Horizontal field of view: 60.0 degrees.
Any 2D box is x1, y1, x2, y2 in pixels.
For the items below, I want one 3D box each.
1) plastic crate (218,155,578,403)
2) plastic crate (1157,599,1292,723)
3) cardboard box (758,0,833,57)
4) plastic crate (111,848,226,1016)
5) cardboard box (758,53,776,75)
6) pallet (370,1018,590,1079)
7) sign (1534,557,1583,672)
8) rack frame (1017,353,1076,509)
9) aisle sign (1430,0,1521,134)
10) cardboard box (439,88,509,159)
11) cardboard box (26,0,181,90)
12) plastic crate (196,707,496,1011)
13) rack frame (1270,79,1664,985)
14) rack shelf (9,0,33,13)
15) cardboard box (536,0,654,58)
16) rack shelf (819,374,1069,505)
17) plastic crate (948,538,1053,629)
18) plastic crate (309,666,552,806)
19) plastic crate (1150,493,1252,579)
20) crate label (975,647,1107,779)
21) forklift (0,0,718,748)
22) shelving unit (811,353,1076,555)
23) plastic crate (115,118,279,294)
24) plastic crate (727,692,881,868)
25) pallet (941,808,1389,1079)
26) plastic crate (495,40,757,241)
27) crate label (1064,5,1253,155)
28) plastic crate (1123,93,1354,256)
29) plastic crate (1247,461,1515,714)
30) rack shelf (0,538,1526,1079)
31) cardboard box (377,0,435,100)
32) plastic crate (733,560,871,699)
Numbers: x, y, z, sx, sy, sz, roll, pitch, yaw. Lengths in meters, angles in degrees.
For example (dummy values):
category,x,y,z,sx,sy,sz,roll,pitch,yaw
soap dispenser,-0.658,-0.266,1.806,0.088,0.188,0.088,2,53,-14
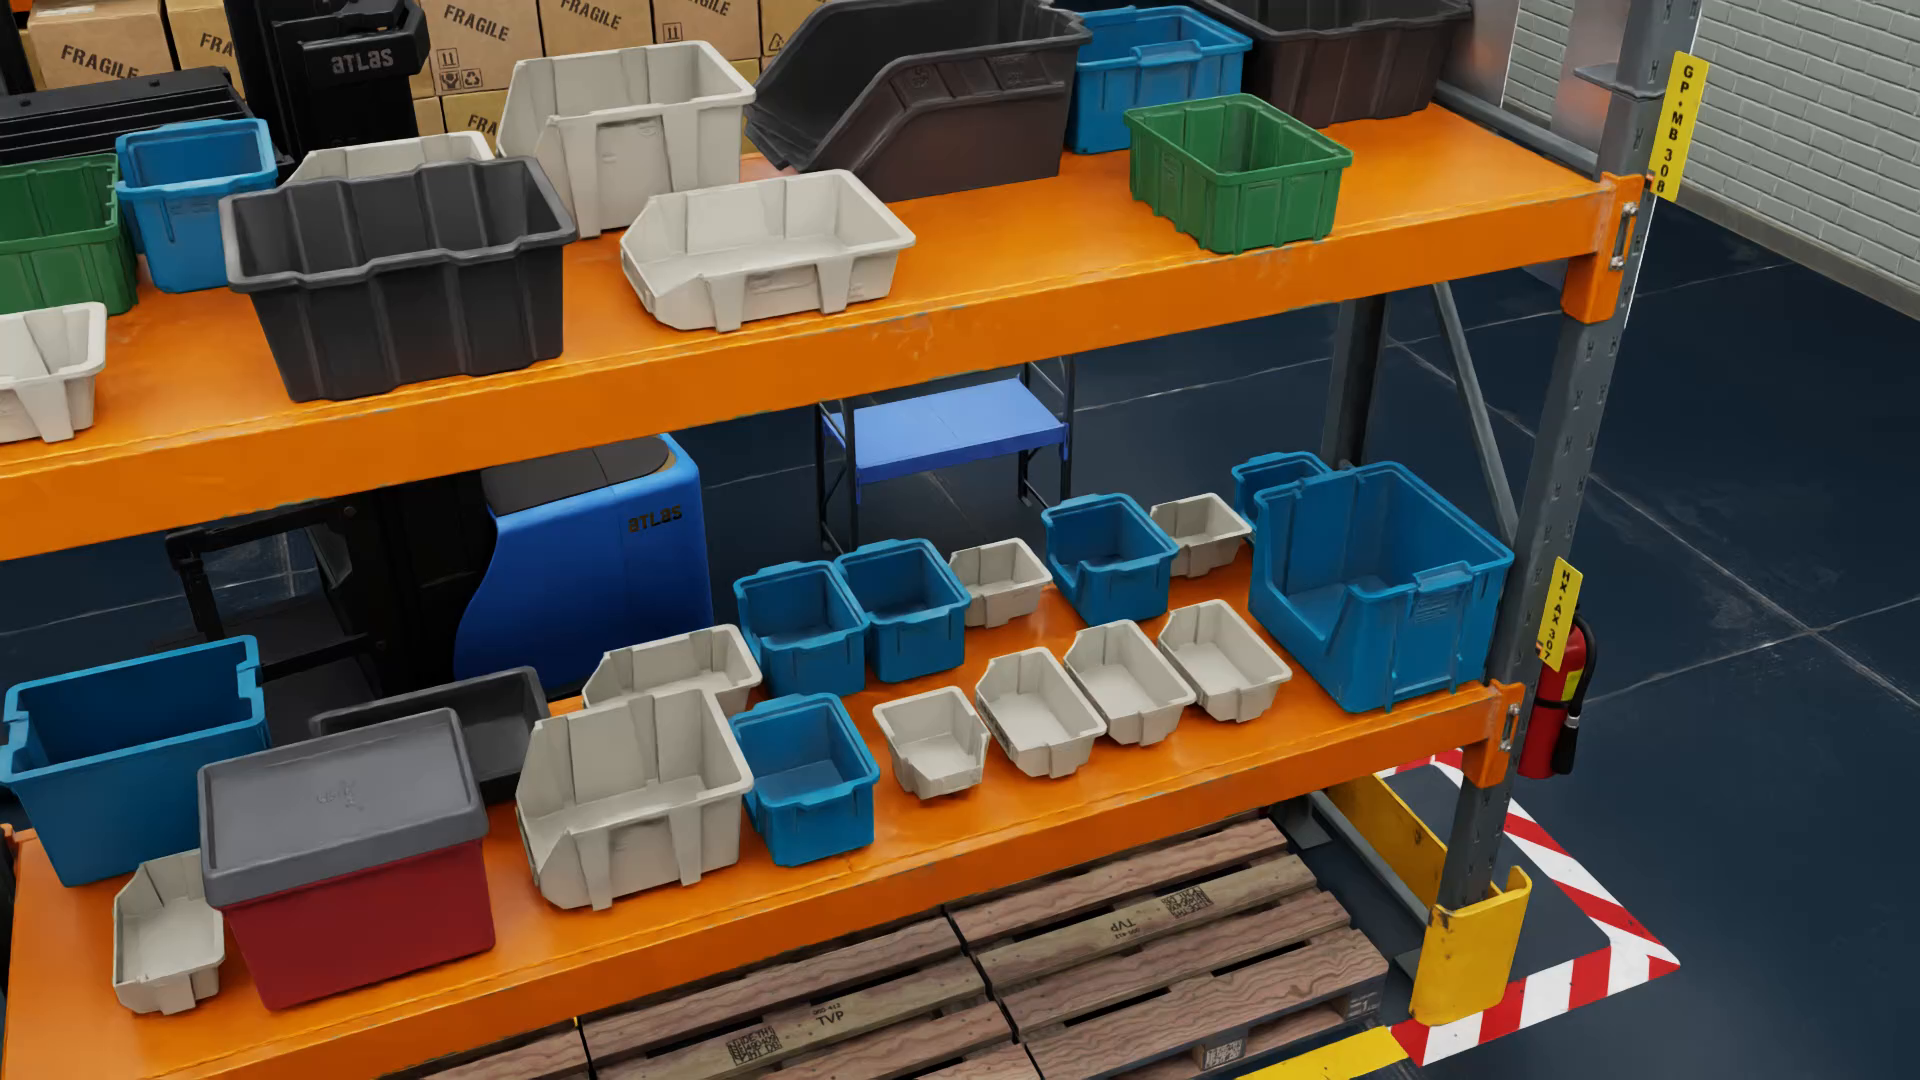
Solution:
category,x,y,z,sx,sy,sz,roll,pitch,yaw
plastic crate,-1.033,-0.483,3.111,0.590,0.269,0.497,-13,35,-19
plastic crate,0.721,0.348,4.651,0.243,0.136,0.396,-13,35,-19
cardboard box,-0.815,-2.721,8.172,0.500,0.500,0.500,-13,35,-19
plastic crate,-1.801,0.903,3.798,0.243,0.136,0.396,-13,35,-19
cardboard box,-0.819,-2.302,8.446,0.500,0.500,0.500,-12,35,-17
pallet,-1.622,1.838,4.731,1.213,0.211,1.003,-13,35,-19
sign,1.631,0.205,4.536,0.005,0.325,0.100,-13,35,-19
rack frame,0.390,-0.718,7.478,0.032,1.500,0.500,-13,35,-19
aisle sign,1.355,-1.254,4.544,0.004,0.787,0.394,-13,35,-19
cardboard box,-2.222,-1.982,7.954,0.500,0.500,0.500,-13,35,-20
cardboard box,-3.656,-2.066,7.167,0.500,0.500,0.500,-12,35,-18
plastic crate,-1.365,0.730,3.764,0.583,0.464,0.402,-13,35,-19
rack frame,1.403,0.000,5.000,0.127,3.000,1.000,-13,35,-19
rack shelf,-7.964,-3.414,10.906,4.000,0.370,1.077,-13,35,-19
cardboard box,-1.757,-2.502,7.836,0.500,0.500,0.500,-12,35,-18
rack shelf,-0.079,-0.460,7.411,1.000,0.185,0.538,-13,35,-19
plastic crate,0.095,0.141,4.970,0.298,0.136,0.250,-13,35,-19
plastic crate,-1.357,0.563,4.331,0.590,0.125,0.437,-13,35,-19
plastic crate,0.720,-0.002,5.190,0.298,0.136,0.250,-13,35,-19
crate label,0.201,0.473,4.459,0.243,0.136,0.396,-13,35,-19
forklift,-2.498,-0.421,5.709,3.031,2.935,1.130,-18,37,-25
shelving unit,-0.079,-0.611,7.313,1.048,1.500,0.538,-13,35,-19
plastic crate,-1.569,-0.696,3.472,0.300,0.233,0.416,-13,35,-19
plastic crate,-0.391,0.607,4.165,0.300,0.233,0.416,-13,35,-19
pallet,0.628,1.323,5.523,1.213,0.211,1.003,-13,35,-19
plastic crate,-0.760,-0.895,3.734,0.530,0.282,0.437,-13,35,-19
crate label,0.427,-1.163,4.173,0.502,0.251,0.408,-13,35,-19
plastic crate,0.604,-0.817,3.699,0.336,0.188,0.450,-13,35,-19
plastic crate,1.167,0.124,4.721,0.499,0.435,0.616,-13,35,-19
rack shelf,-0.441,0.724,4.547,4.000,0.370,1.077,-13,35,-19
cardboard box,-2.706,-2.284,7.501,0.500,0.500,0.500,-14,36,-20
plastic crate,-0.443,0.273,4.679,0.300,0.233,0.416,-13,35,-19
